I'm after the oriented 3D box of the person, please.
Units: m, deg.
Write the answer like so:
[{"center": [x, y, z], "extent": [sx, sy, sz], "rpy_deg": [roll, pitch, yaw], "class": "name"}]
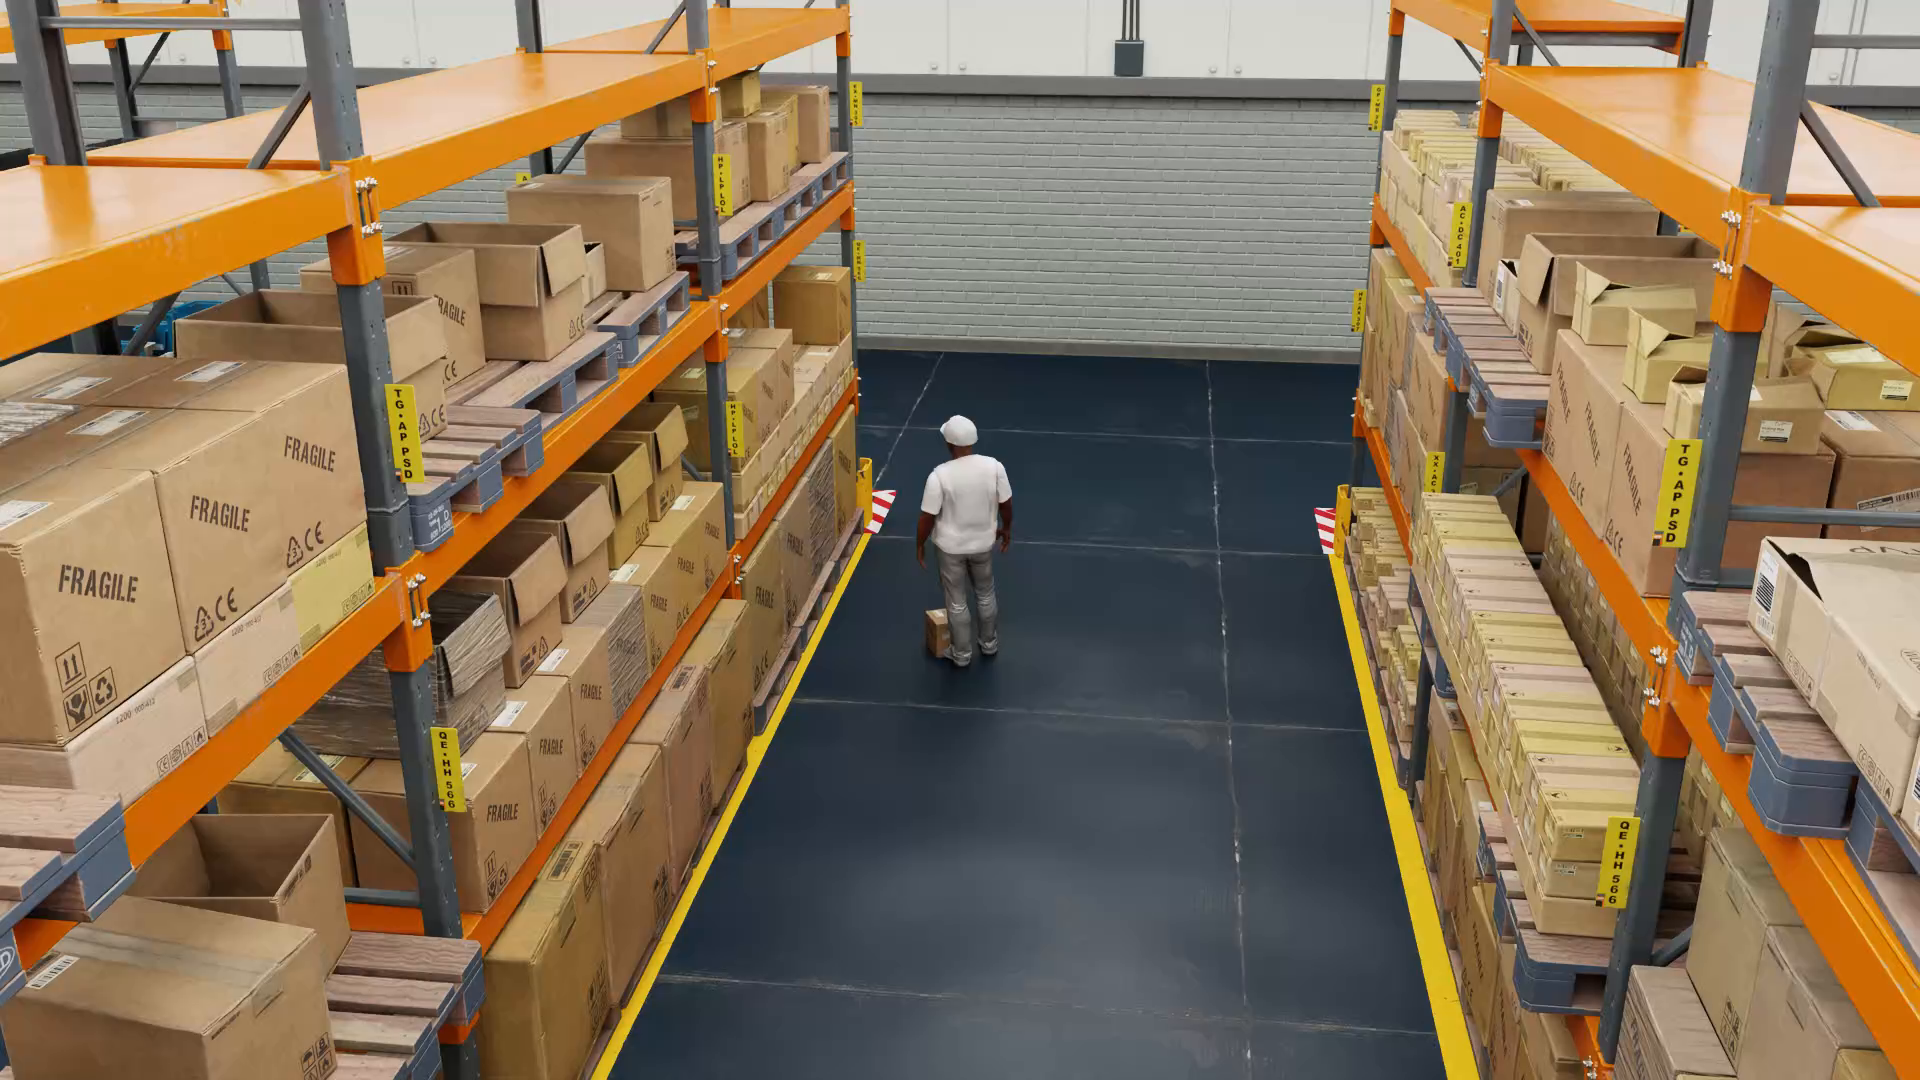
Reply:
[{"center": [0.008, -0.013, 11.058], "extent": [0.665, 1.767, 0.576], "rpy_deg": [-7, 22, -16], "class": "person"}]
